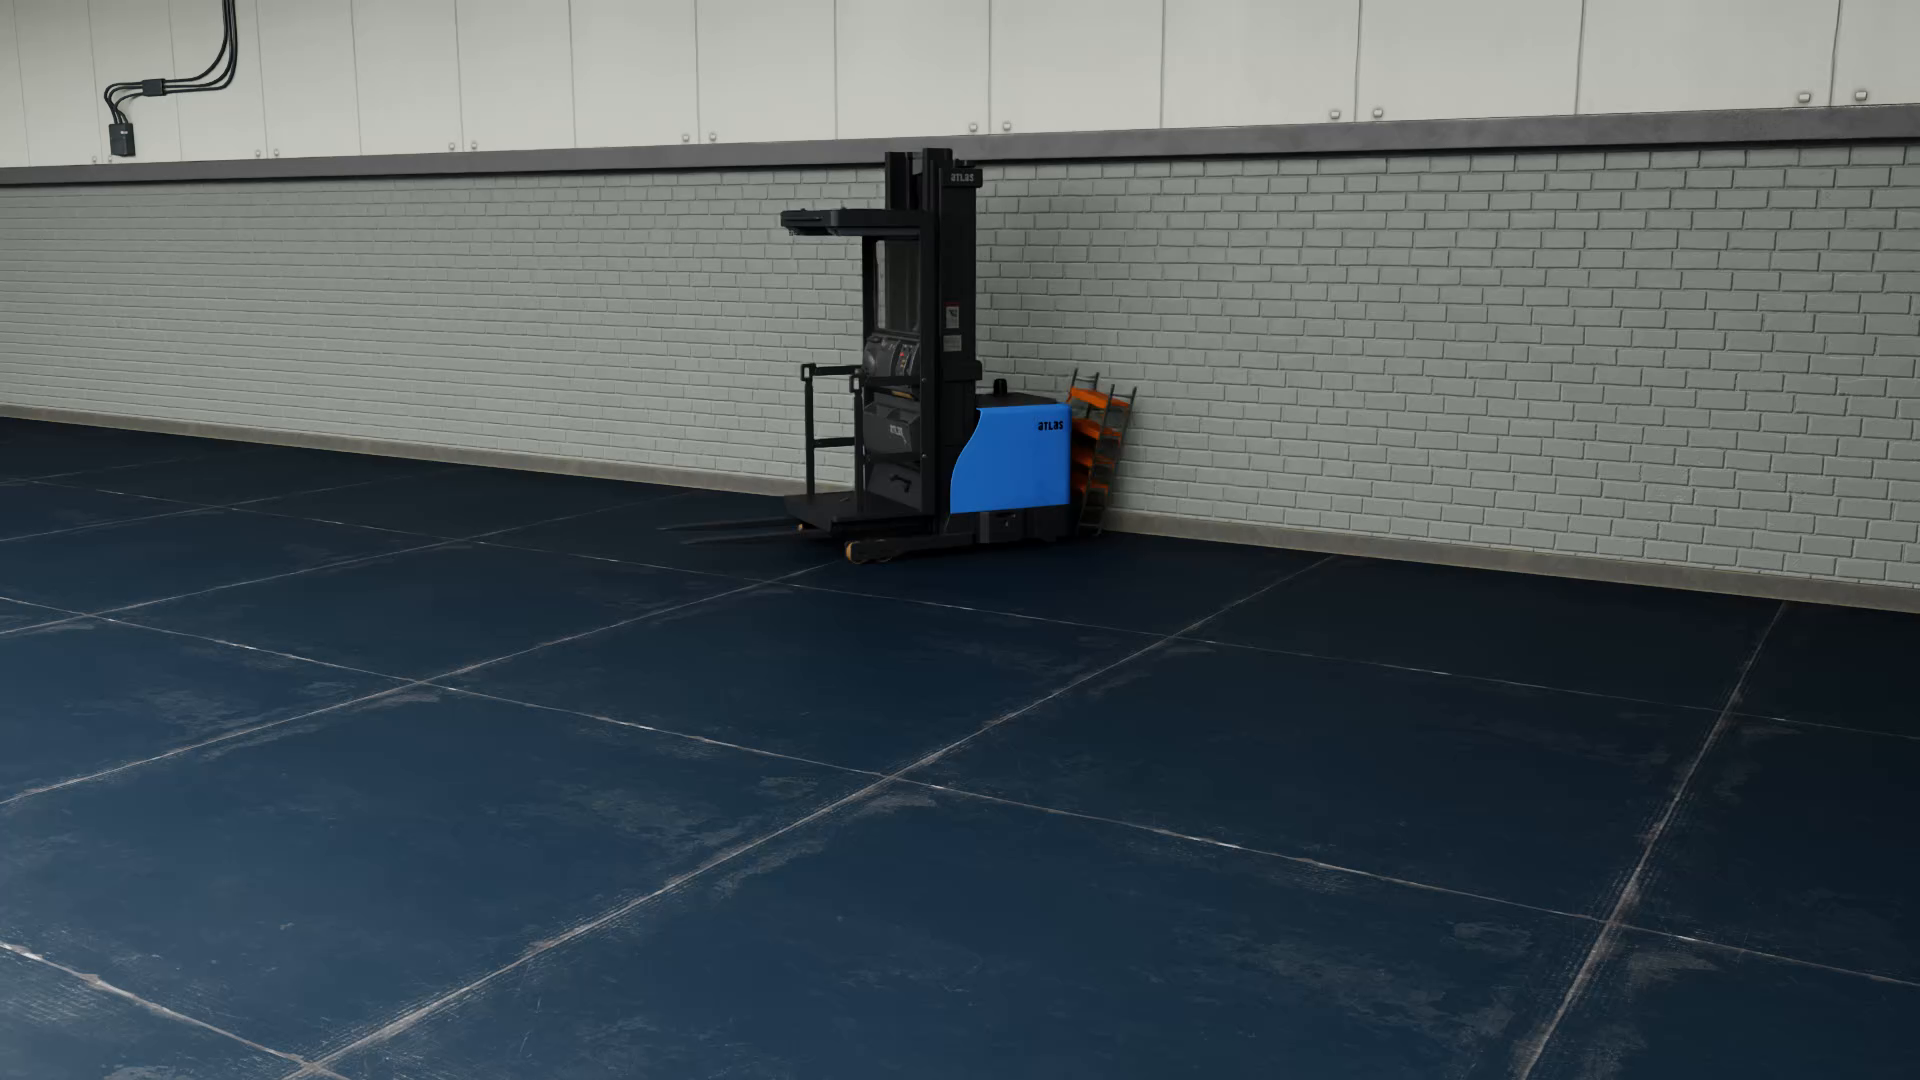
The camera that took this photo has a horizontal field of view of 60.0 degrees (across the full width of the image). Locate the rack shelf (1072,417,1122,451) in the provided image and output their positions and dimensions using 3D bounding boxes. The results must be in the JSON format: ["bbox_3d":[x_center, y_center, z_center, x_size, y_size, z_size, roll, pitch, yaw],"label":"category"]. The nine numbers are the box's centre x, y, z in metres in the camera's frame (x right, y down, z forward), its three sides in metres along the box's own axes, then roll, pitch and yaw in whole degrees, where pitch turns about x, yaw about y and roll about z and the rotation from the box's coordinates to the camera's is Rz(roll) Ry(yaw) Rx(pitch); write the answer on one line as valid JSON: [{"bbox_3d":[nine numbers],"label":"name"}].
[{"bbox_3d":[1.029,-0.834,12.966,0.258,0.148,0.480,4,16,-34],"label":"rack shelf"}]

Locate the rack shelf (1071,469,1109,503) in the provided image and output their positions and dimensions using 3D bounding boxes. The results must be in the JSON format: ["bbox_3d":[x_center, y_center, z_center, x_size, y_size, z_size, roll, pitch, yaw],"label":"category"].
[{"bbox_3d":[0.936,-0.434,13.064,0.258,0.148,0.480,4,16,-34],"label":"rack shelf"}]

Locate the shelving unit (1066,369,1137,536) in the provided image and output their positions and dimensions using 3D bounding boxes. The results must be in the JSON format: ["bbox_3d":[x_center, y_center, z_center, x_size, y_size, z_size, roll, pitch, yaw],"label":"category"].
[{"bbox_3d":[0.994,-0.685,13.002,0.258,1.200,0.503,4,16,-34],"label":"shelving unit"}]

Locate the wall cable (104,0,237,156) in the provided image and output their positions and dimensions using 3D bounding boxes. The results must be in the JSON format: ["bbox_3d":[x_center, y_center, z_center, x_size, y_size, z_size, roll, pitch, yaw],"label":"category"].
[{"bbox_3d":[-8.770,-7.275,18.034,2.305,6.003,0.169,6,12,31],"label":"wall cable"}]

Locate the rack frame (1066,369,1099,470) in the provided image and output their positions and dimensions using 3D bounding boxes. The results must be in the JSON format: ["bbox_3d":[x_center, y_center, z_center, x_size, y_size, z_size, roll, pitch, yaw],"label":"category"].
[{"bbox_3d":[0.867,-0.762,13.195,0.240,1.200,0.015,4,16,-34],"label":"rack frame"}]

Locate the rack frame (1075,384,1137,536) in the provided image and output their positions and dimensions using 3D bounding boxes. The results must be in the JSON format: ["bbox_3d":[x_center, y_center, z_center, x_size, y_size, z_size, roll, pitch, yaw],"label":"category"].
[{"bbox_3d":[1.122,-0.609,12.809,0.240,1.200,0.015,4,16,-34],"label":"rack frame"}]

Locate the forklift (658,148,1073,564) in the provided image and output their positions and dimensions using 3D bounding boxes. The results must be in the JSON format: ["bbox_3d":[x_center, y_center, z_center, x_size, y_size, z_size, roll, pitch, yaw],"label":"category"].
[{"bbox_3d":[-0.696,-1.376,12.256,3.031,2.935,1.130,-5,12,-25],"label":"forklift"}]

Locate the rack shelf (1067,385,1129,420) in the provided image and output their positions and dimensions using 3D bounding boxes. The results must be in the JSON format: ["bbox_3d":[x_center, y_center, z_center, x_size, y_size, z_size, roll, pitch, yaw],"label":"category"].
[{"bbox_3d":[1.081,-1.058,12.911,0.258,0.148,0.480,4,16,-34],"label":"rack shelf"}]

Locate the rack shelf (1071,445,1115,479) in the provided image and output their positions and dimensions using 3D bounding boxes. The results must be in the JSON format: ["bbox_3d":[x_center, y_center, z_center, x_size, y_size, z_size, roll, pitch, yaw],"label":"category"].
[{"bbox_3d":[0.980,-0.622,13.018,0.258,0.148,0.480,4,16,-34],"label":"rack shelf"}]
